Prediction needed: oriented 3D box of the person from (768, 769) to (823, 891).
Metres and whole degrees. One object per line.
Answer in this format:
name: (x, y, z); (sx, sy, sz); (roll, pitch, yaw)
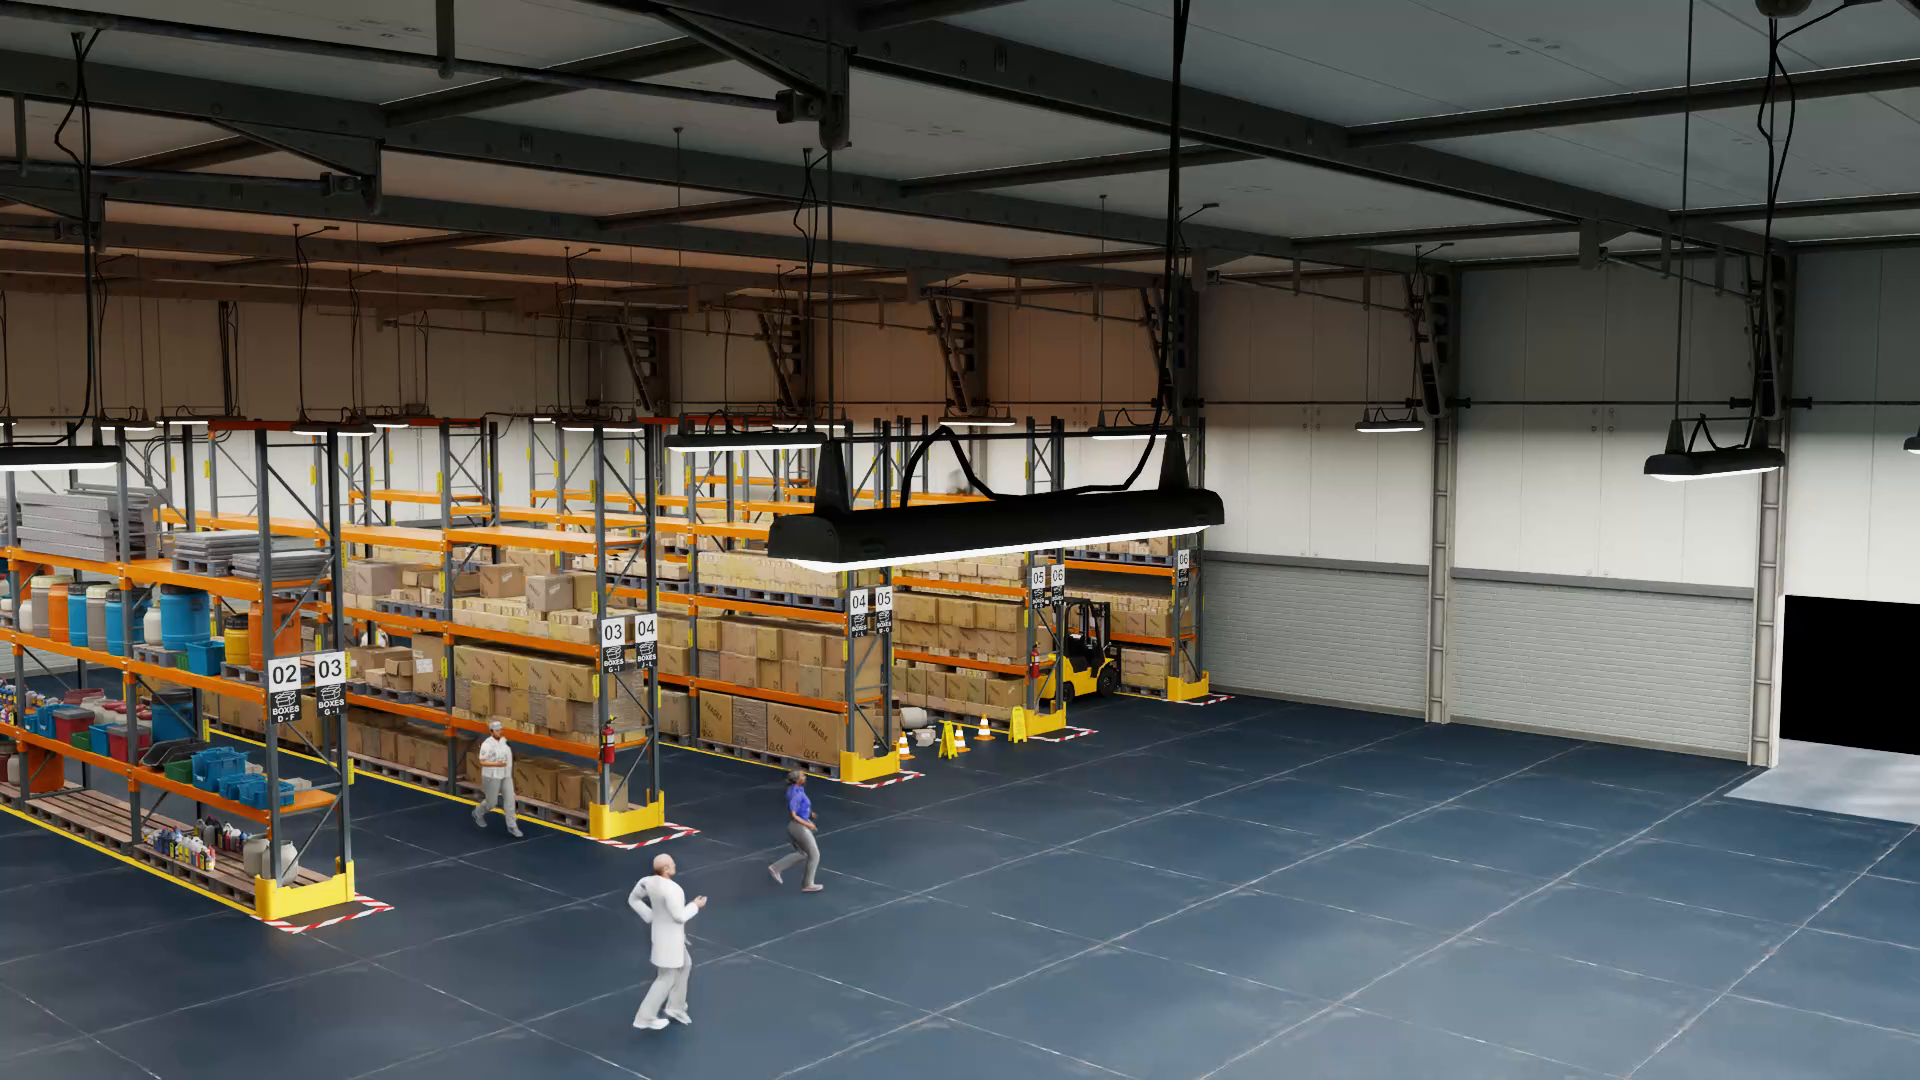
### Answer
person: (-2.099, 3.749, 21.440); (0.671, 1.598, 0.581); (-1, 5, -17)

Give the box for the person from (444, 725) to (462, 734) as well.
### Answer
person: (-9.415, 2.932, 30.957); (0.607, 1.667, 0.561); (4, 6, 37)

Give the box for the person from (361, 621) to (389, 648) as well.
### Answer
person: (-12.315, 2.536, 35.104); (0.677, 1.801, 0.891); (-4, 6, -40)

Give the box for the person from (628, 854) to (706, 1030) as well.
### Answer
person: (-2.939, 4.059, 16.721); (0.794, 1.842, 0.685); (-3, 6, -31)

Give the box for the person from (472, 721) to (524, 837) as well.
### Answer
person: (-6.765, 3.470, 24.287); (0.924, 1.666, 0.606); (3, 6, 34)
